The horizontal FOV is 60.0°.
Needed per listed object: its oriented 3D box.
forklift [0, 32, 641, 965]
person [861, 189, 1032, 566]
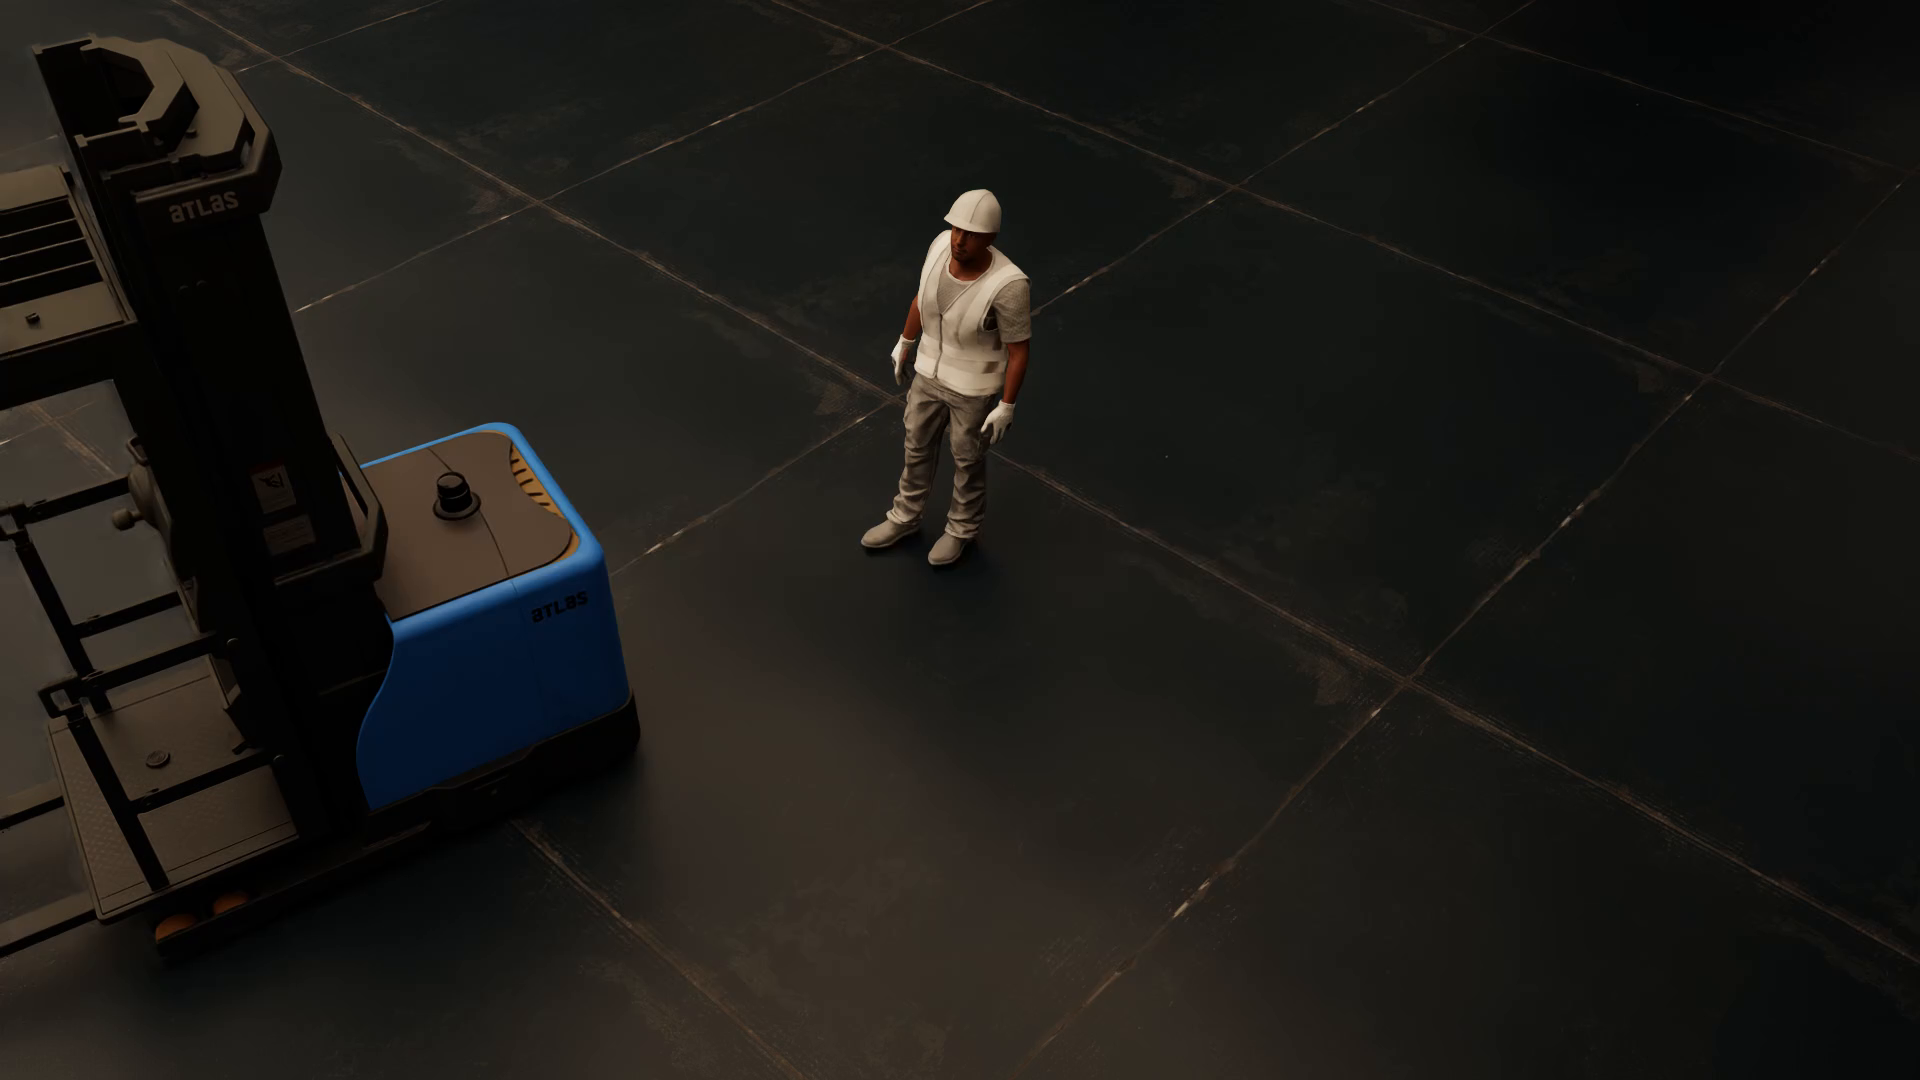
[{"bbox_3d":[-2.799,-0.014,5.444,3.031,2.935,1.130,-22,45,-24],"label":"forklift"},{"bbox_3d":[-0.055,-0.652,7.058,0.656,1.782,0.577,31,49,31],"label":"person"}]
